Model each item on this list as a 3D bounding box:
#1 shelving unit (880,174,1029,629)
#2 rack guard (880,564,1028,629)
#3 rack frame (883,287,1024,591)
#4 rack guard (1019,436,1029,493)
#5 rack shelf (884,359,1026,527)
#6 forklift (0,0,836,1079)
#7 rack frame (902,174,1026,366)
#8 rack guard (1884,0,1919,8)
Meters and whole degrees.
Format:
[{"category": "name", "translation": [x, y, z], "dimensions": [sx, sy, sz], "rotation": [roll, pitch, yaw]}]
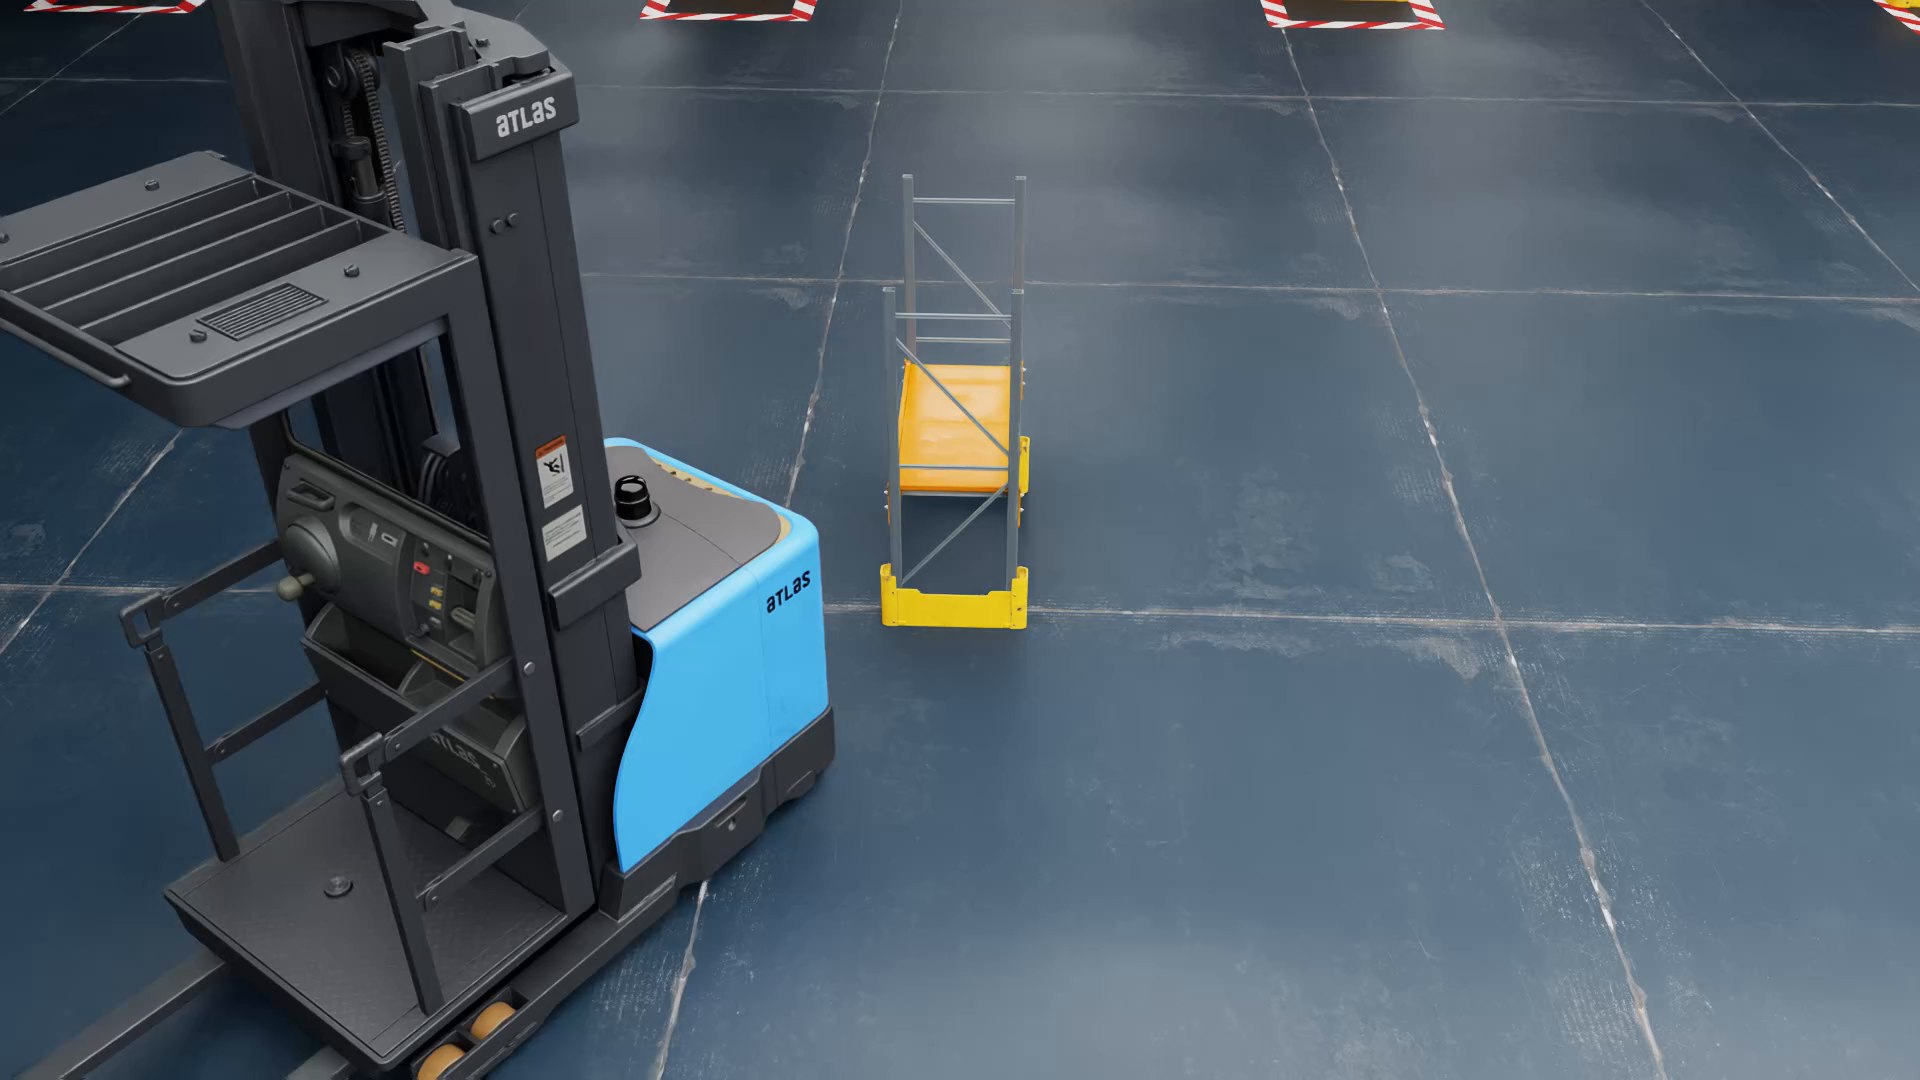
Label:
[{"category": "shelving unit", "translation": [-0.003, -0.570, 6.756], "dimensions": [0.587, 1.500, 1.083], "rotation": [1, 35, 2]}, {"category": "rack guard", "translation": [-0.023, 0.228, 6.709], "dimensions": [0.587, 0.250, 0.087], "rotation": [1, 35, 2]}, {"category": "rack frame", "translation": [-0.024, -0.273, 6.333], "dimensions": [0.500, 1.500, 0.032], "rotation": [1, 35, 2]}, {"category": "rack guard", "translation": [0.017, -0.345, 7.523], "dimensions": [0.587, 0.250, 0.087], "rotation": [1, 35, 2]}, {"category": "rack shelf", "translation": [-0.003, -0.417, 6.852], "dimensions": [0.538, 0.185, 1.000], "rotation": [1, 35, 2]}, {"category": "forklift", "translation": [-1.736, 0.134, 4.510], "dimensions": [1.130, 2.935, 3.031], "rotation": [23, 41, 29]}, {"category": "rack frame", "translation": [0.017, -0.857, 7.165], "dimensions": [0.500, 1.500, 0.032], "rotation": [1, 35, 2]}, {"category": "rack guard", "translation": [8.069, -4.556, 13.298], "dimensions": [1.175, 0.500, 0.348], "rotation": [1, 35, 2]}]
